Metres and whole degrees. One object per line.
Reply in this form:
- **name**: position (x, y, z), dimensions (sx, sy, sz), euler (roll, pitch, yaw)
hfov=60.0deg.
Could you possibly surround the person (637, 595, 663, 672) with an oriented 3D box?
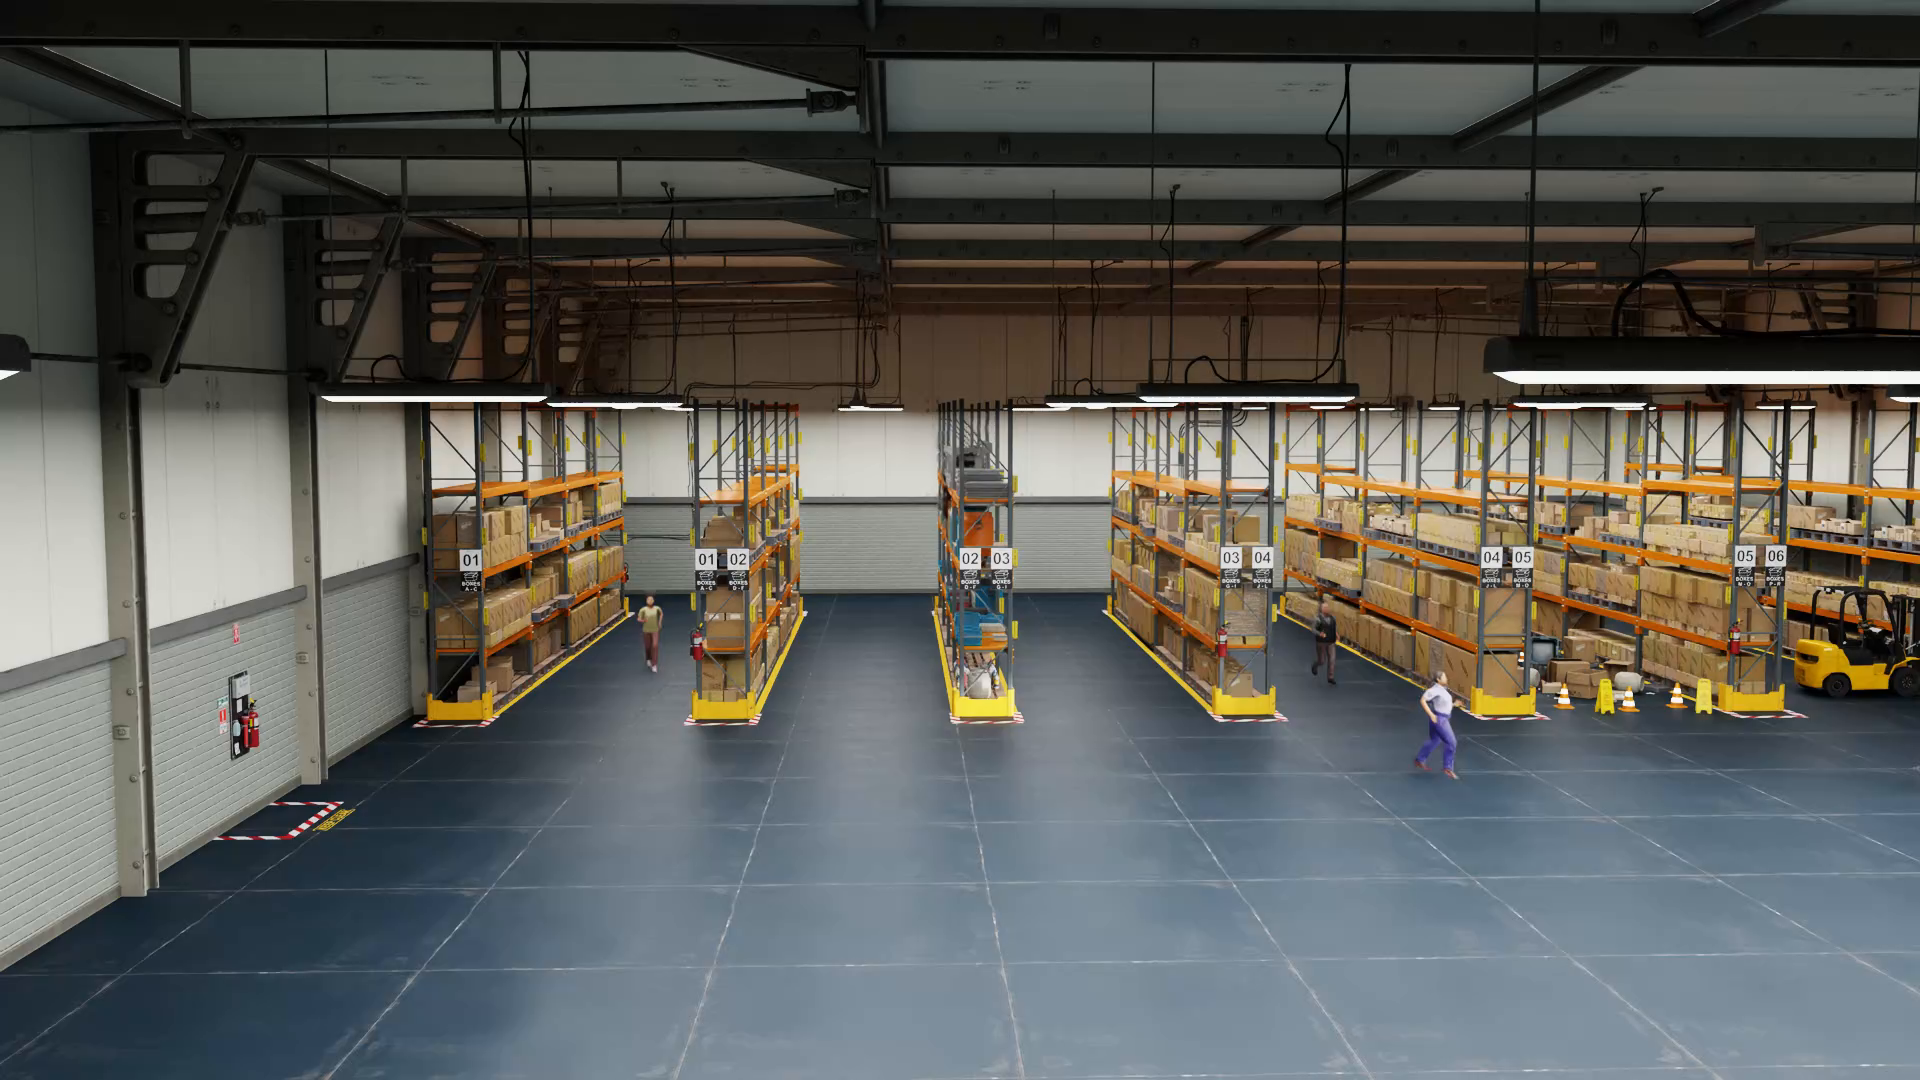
- **person**: position (-6.886, 2.054, 37.006), dimensions (0.574, 1.673, 0.951), euler (-1, 4, -15)

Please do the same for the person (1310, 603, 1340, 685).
- **person**: position (7.784, 2.190, 35.348), dimensions (0.676, 1.689, 0.971), euler (-1, 4, -12)

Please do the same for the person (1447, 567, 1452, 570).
- **person**: position (14.626, 1.131, 49.339), dimensions (0.565, 1.694, 0.753), euler (0, 4, 6)

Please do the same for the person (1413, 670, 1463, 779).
- **person**: position (7.548, 2.910, 26.272), dimensions (0.764, 1.711, 0.579), euler (2, 5, 21)
